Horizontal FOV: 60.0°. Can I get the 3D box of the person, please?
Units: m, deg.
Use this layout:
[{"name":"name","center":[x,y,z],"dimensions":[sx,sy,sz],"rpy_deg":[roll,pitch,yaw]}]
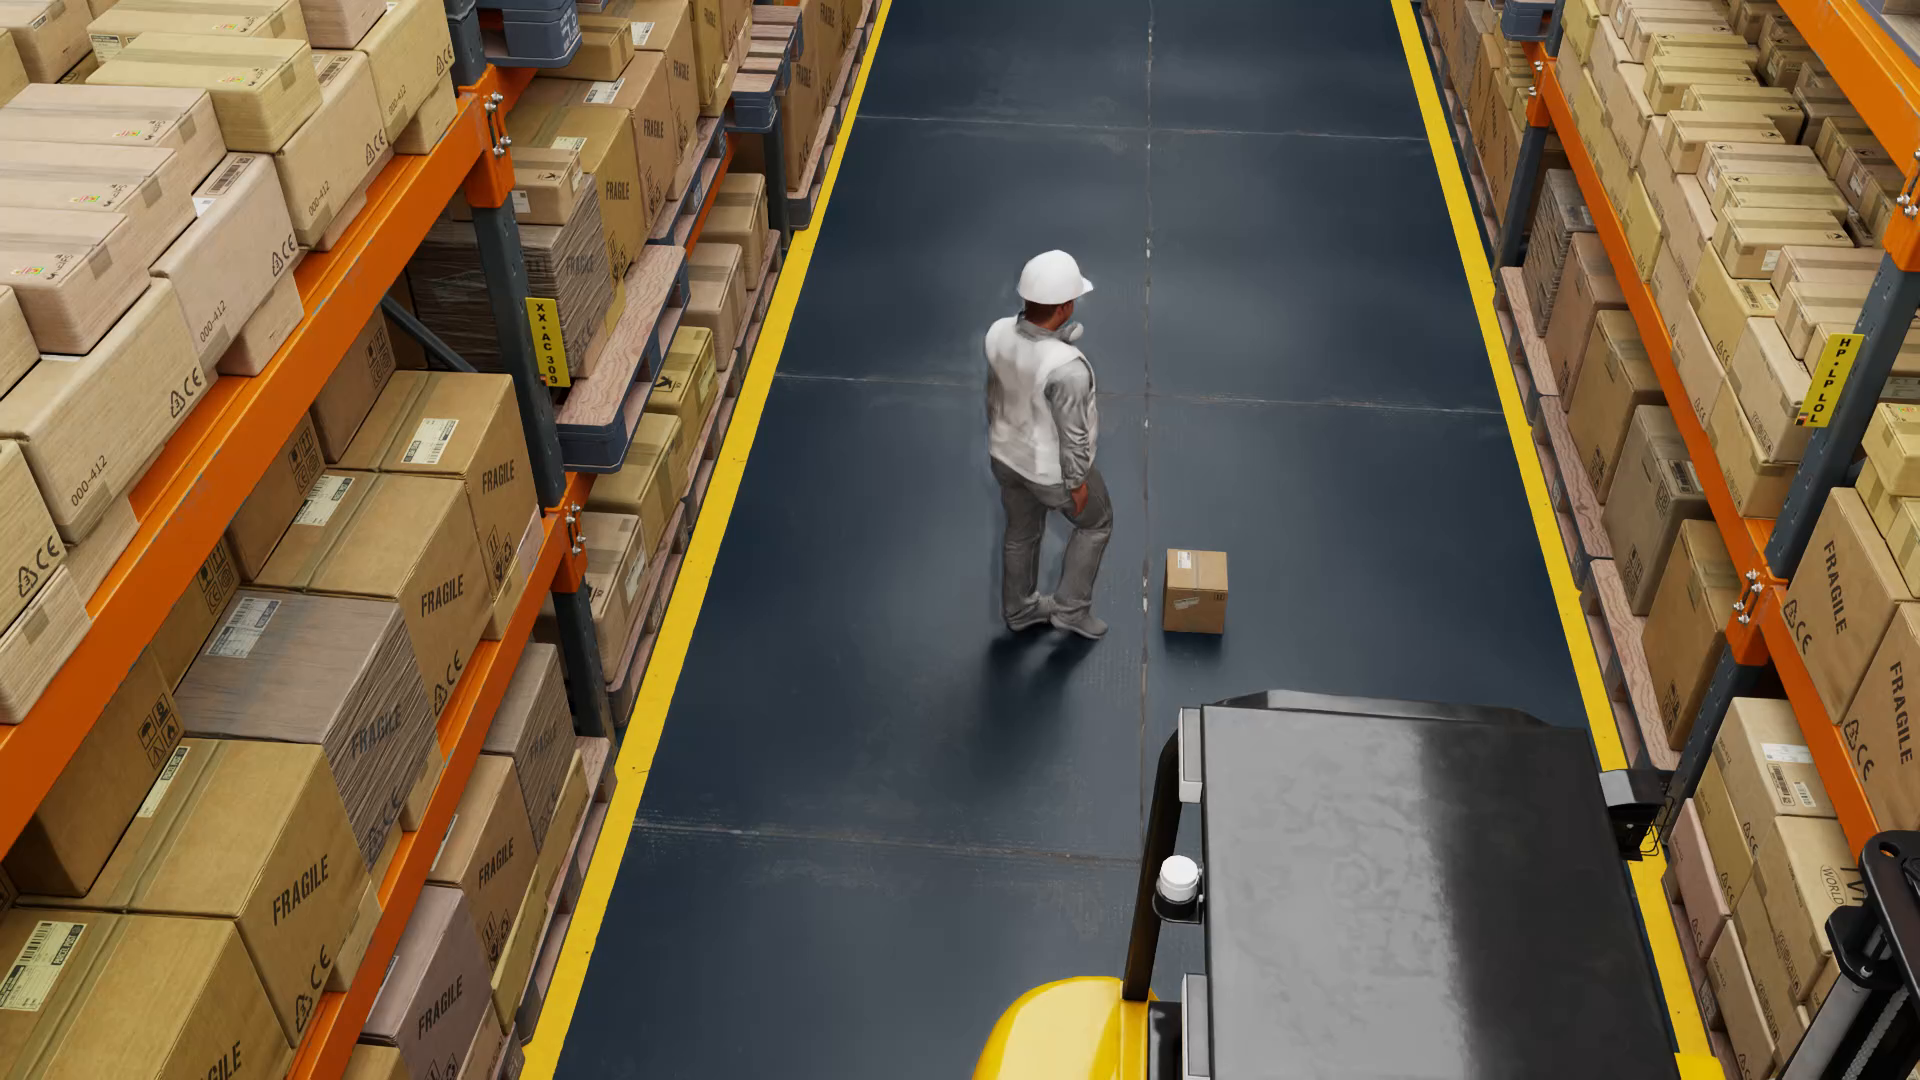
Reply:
[{"name":"person","center":[0.349,-0.342,6.562],"dimensions":[0.454,1.811,0.563],"rpy_deg":[-32,49,-32]}]
